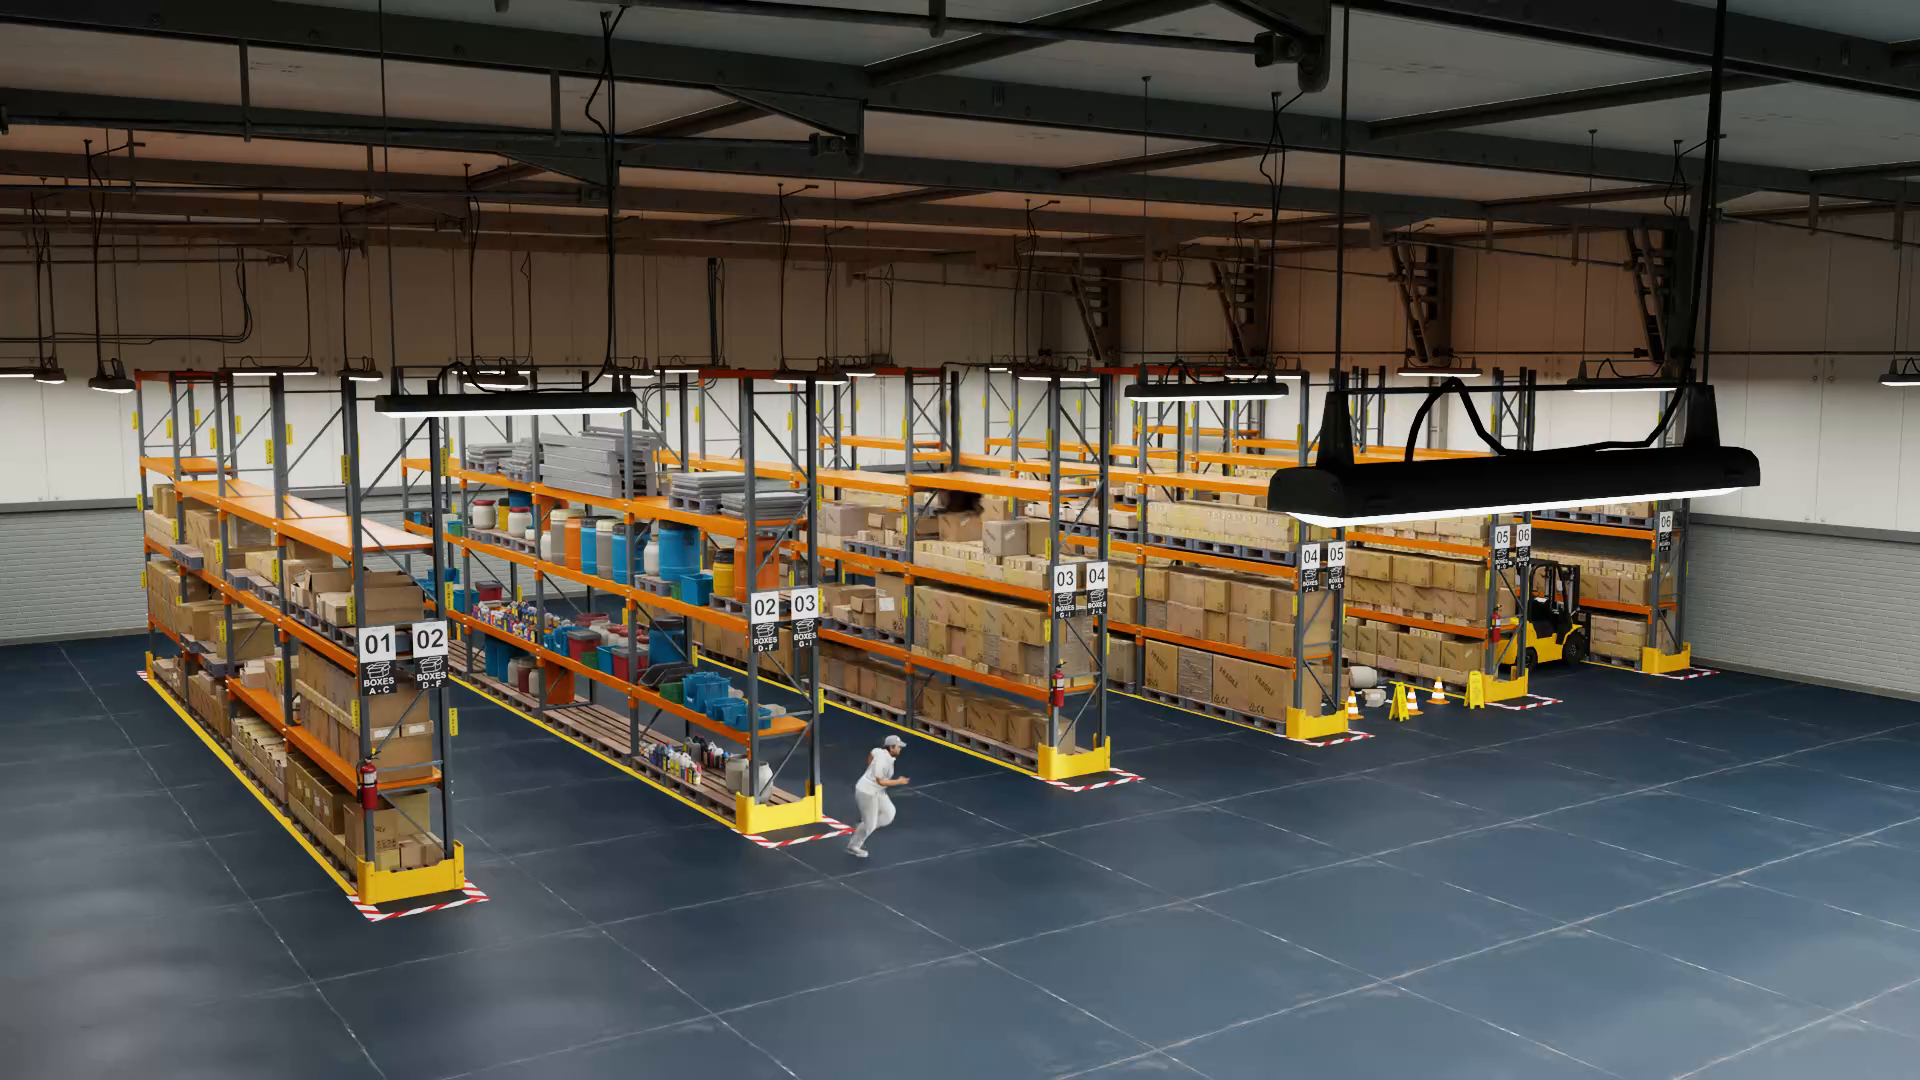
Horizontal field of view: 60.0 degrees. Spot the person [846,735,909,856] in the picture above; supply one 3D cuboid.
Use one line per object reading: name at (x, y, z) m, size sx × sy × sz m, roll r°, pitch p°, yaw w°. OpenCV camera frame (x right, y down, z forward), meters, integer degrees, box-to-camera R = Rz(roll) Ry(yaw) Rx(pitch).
person at (-1.028, 3.202, 20.988) m, size 0.813 × 1.537 × 0.621 m, roll 1°, pitch 6°, yaw 6°
